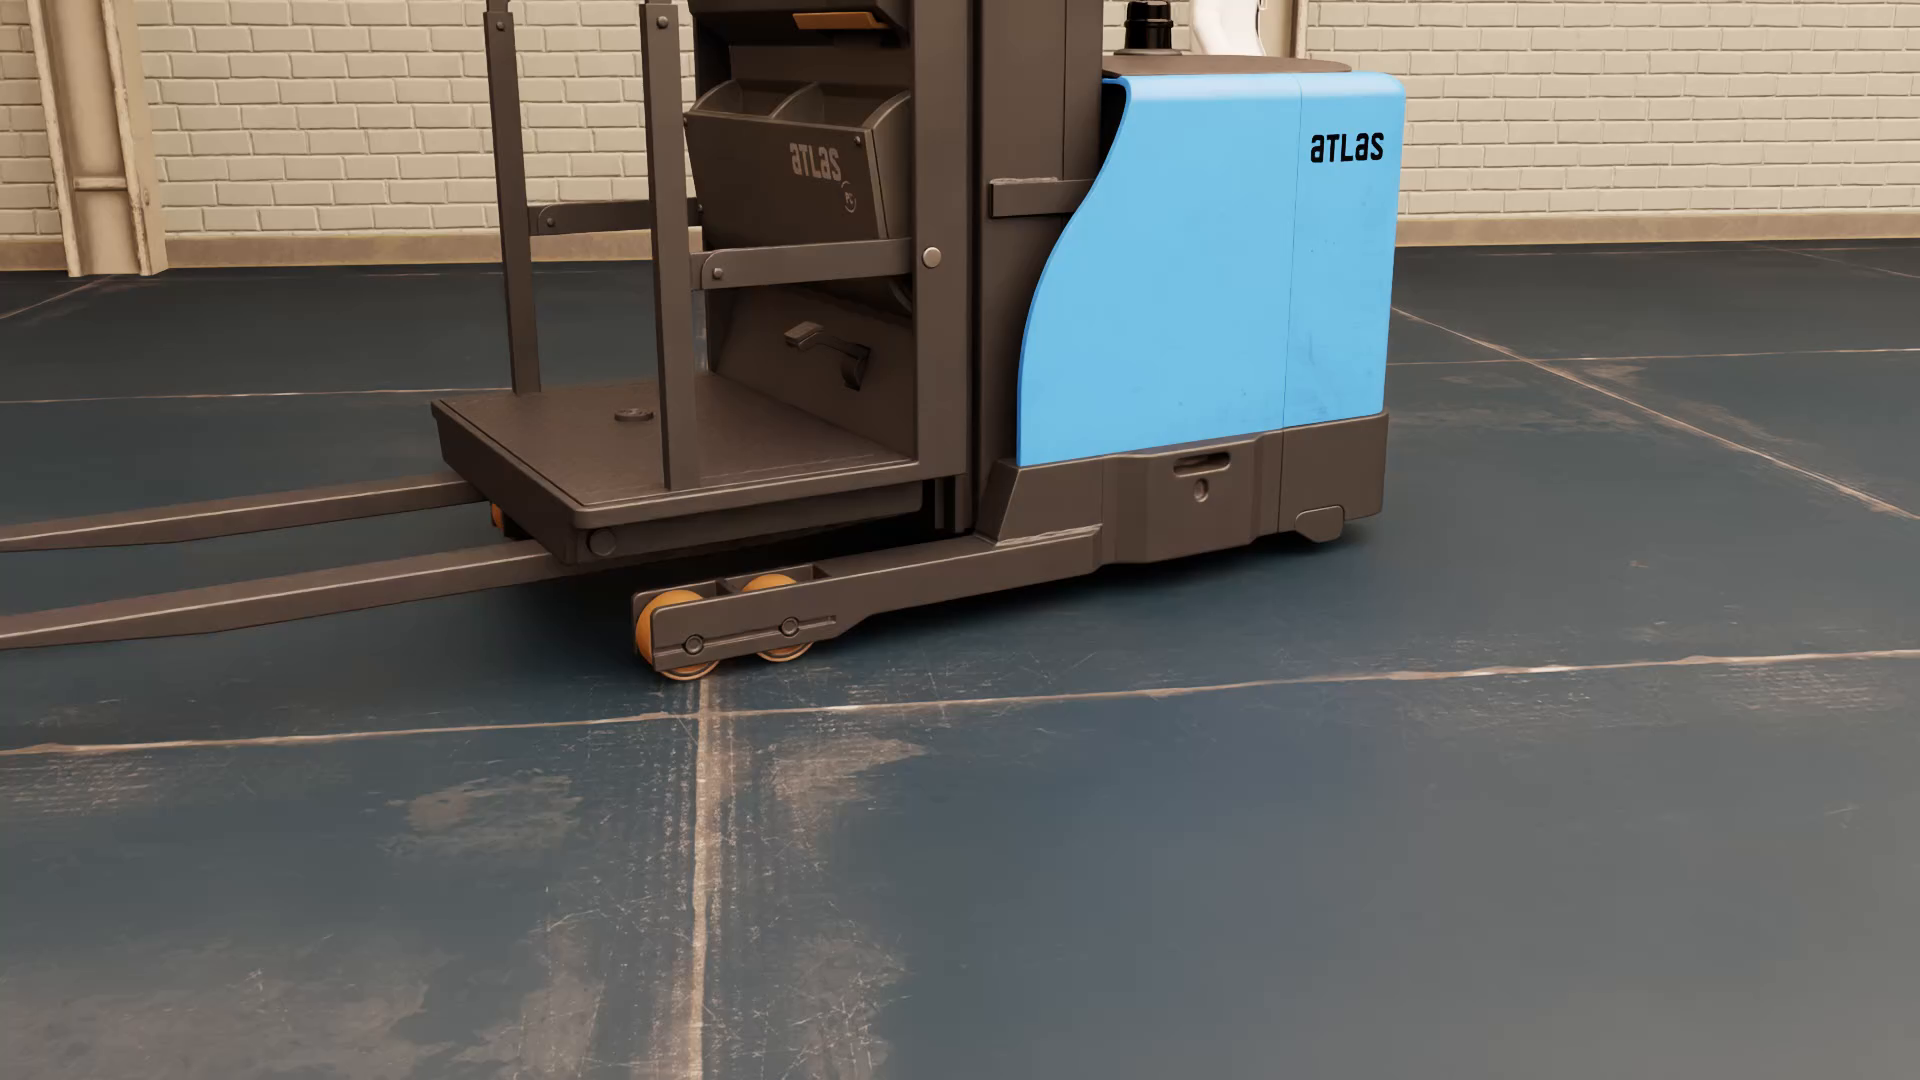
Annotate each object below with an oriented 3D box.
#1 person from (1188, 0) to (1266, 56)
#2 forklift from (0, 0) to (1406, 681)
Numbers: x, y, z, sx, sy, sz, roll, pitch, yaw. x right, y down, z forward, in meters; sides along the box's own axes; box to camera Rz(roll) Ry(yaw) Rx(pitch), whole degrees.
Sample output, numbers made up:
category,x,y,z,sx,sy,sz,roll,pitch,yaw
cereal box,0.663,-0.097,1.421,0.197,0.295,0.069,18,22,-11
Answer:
category,x,y,z,sx,sy,sz,roll,pitch,yaw
person,1.263,-1.876,7.087,0.583,1.775,0.695,5,17,16
forklift,-0.526,-1.315,3.251,3.031,2.935,1.130,-10,19,-29
